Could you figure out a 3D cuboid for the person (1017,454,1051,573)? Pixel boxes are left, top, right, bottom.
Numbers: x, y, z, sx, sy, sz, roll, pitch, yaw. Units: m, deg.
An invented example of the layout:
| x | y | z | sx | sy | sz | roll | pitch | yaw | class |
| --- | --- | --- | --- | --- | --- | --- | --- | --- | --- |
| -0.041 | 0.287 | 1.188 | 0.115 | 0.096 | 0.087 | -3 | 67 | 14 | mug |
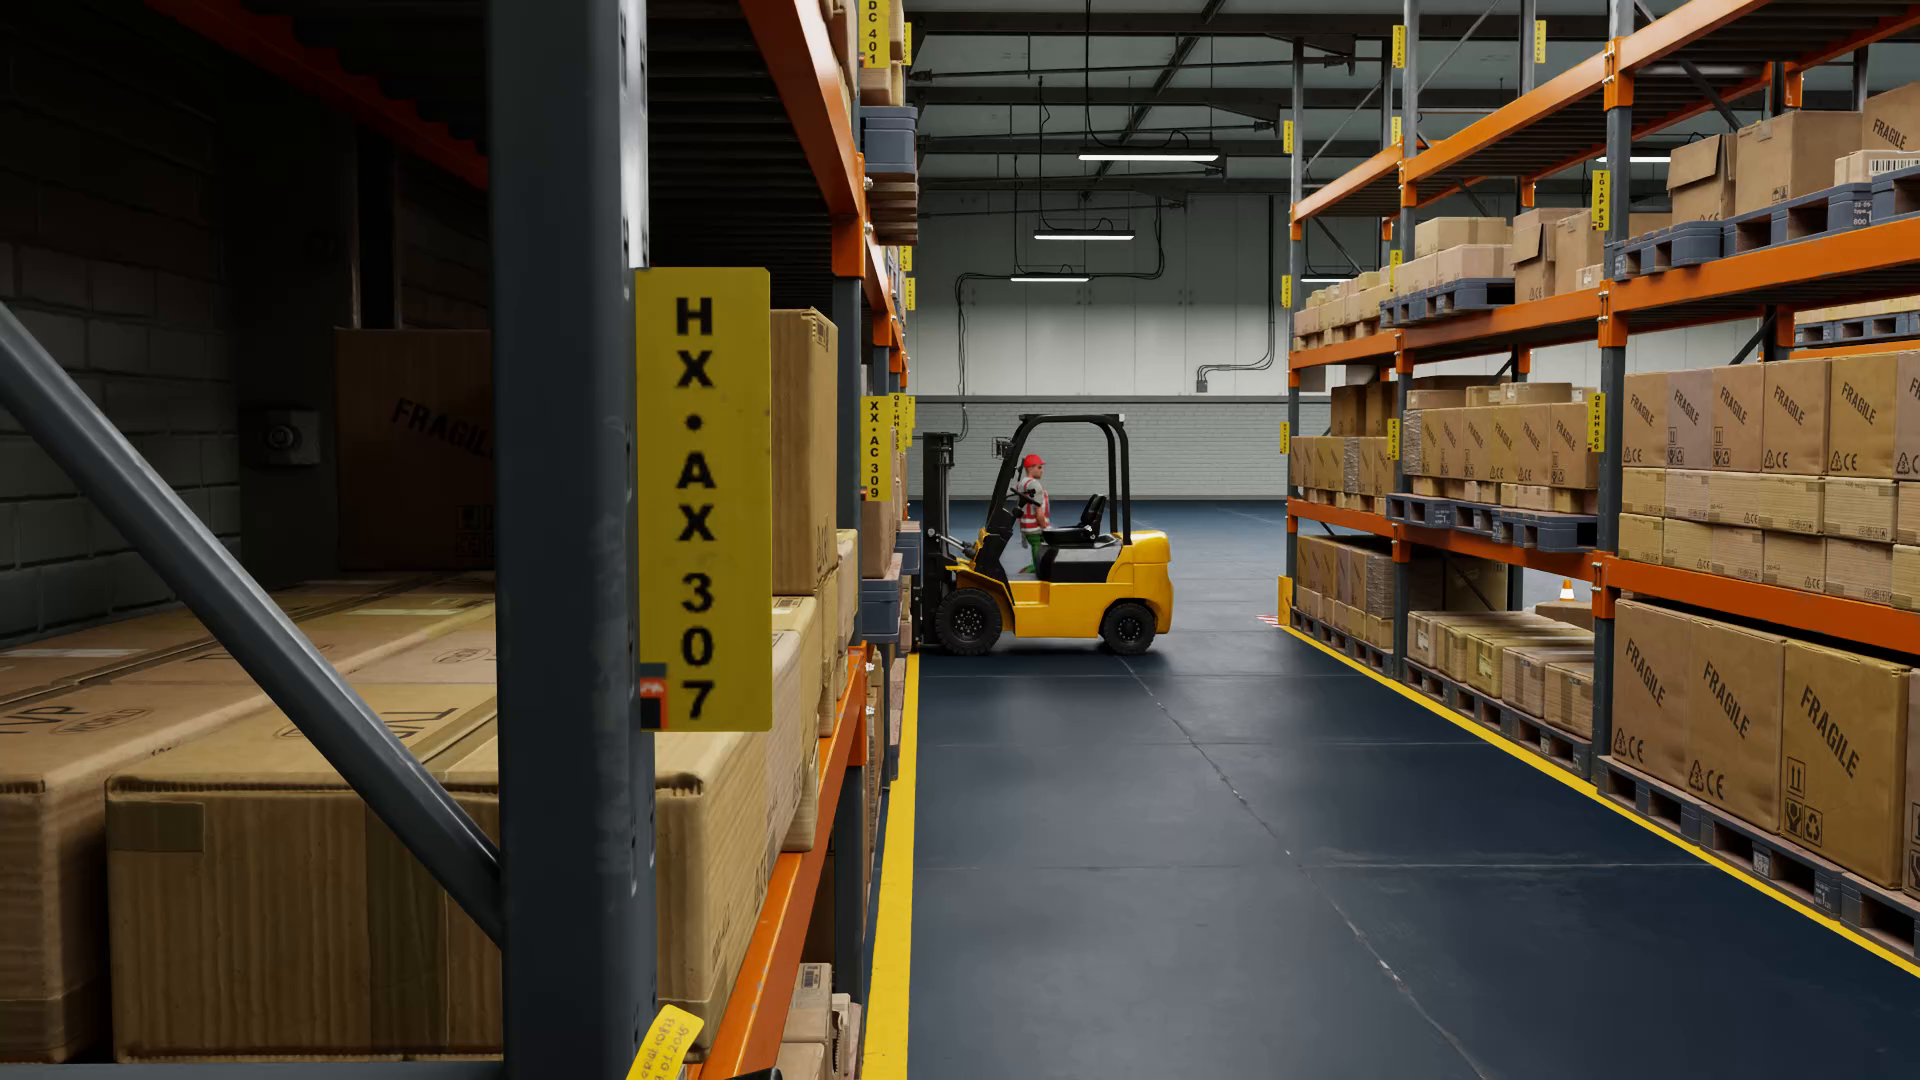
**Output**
| x | y | z | sx | sy | sz | roll | pitch | yaw | class |
| --- | --- | --- | --- | --- | --- | --- | --- | --- | --- |
| 0.916 | -0.098 | 18.917 | 0.983 | 1.749 | 0.571 | -1 | 4 | -12 | person |
